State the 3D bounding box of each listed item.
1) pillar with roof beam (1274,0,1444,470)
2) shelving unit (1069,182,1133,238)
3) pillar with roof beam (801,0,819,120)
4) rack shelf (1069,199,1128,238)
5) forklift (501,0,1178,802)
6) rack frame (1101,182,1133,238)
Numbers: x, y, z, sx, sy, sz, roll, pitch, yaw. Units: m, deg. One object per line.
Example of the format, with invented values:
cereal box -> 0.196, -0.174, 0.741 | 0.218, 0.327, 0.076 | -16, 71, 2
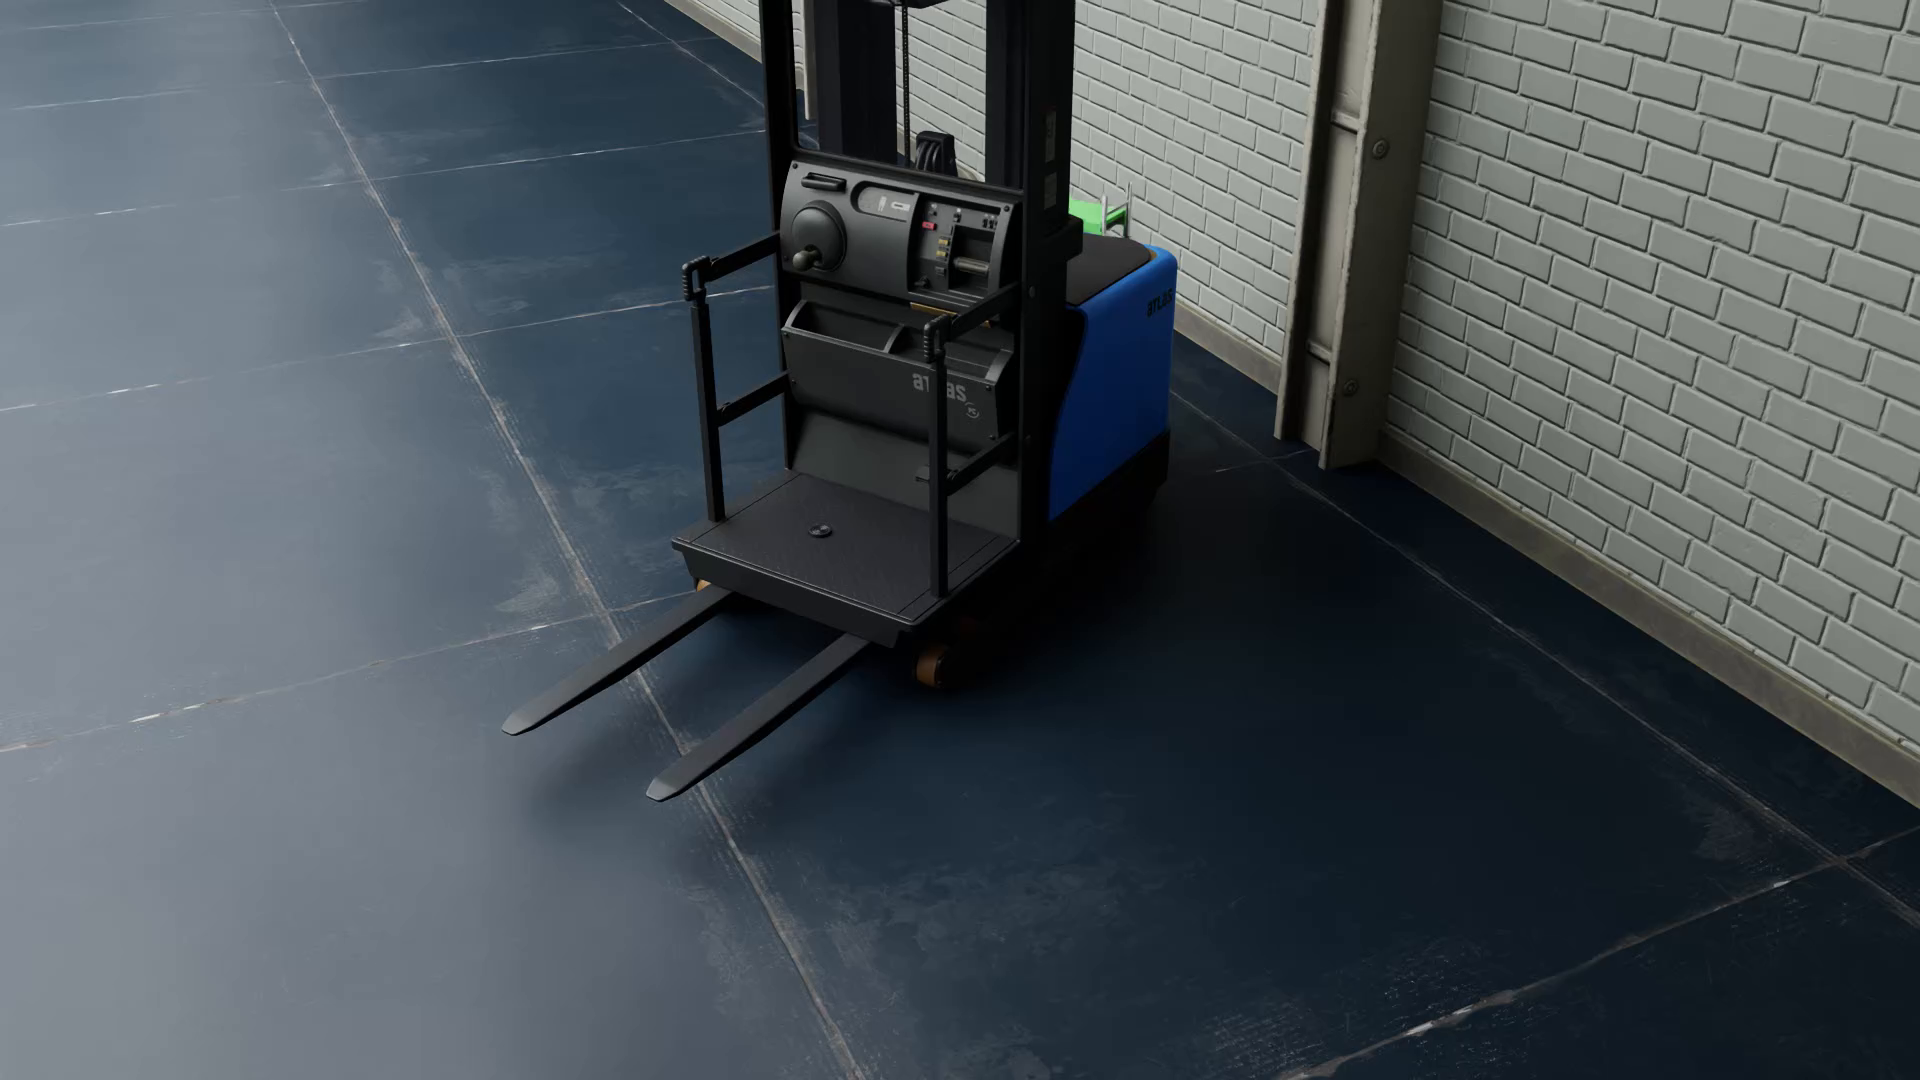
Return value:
pillar with roof beam -> -2.232, -3.446, 3.694 | 9.100, 9.000, 0.400 | -13, 32, -22
shelving unit -> 0.444, -0.990, 7.285 | 0.503, 1.200, 0.258 | 17, 33, 28
pillar with roof beam -> -4.808, -6.096, 8.421 | 9.100, 9.000, 0.400 | -13, 32, -22
rack shelf -> 0.446, -1.355, 7.085 | 0.480, 0.148, 0.258 | 17, 33, 28
forklift -> -0.342, -1.021, 5.574 | 1.130, 2.935, 3.031 | 18, 34, 28
rack frame -> 0.649, -0.926, 7.171 | 0.015, 1.200, 0.240 | 17, 33, 28
